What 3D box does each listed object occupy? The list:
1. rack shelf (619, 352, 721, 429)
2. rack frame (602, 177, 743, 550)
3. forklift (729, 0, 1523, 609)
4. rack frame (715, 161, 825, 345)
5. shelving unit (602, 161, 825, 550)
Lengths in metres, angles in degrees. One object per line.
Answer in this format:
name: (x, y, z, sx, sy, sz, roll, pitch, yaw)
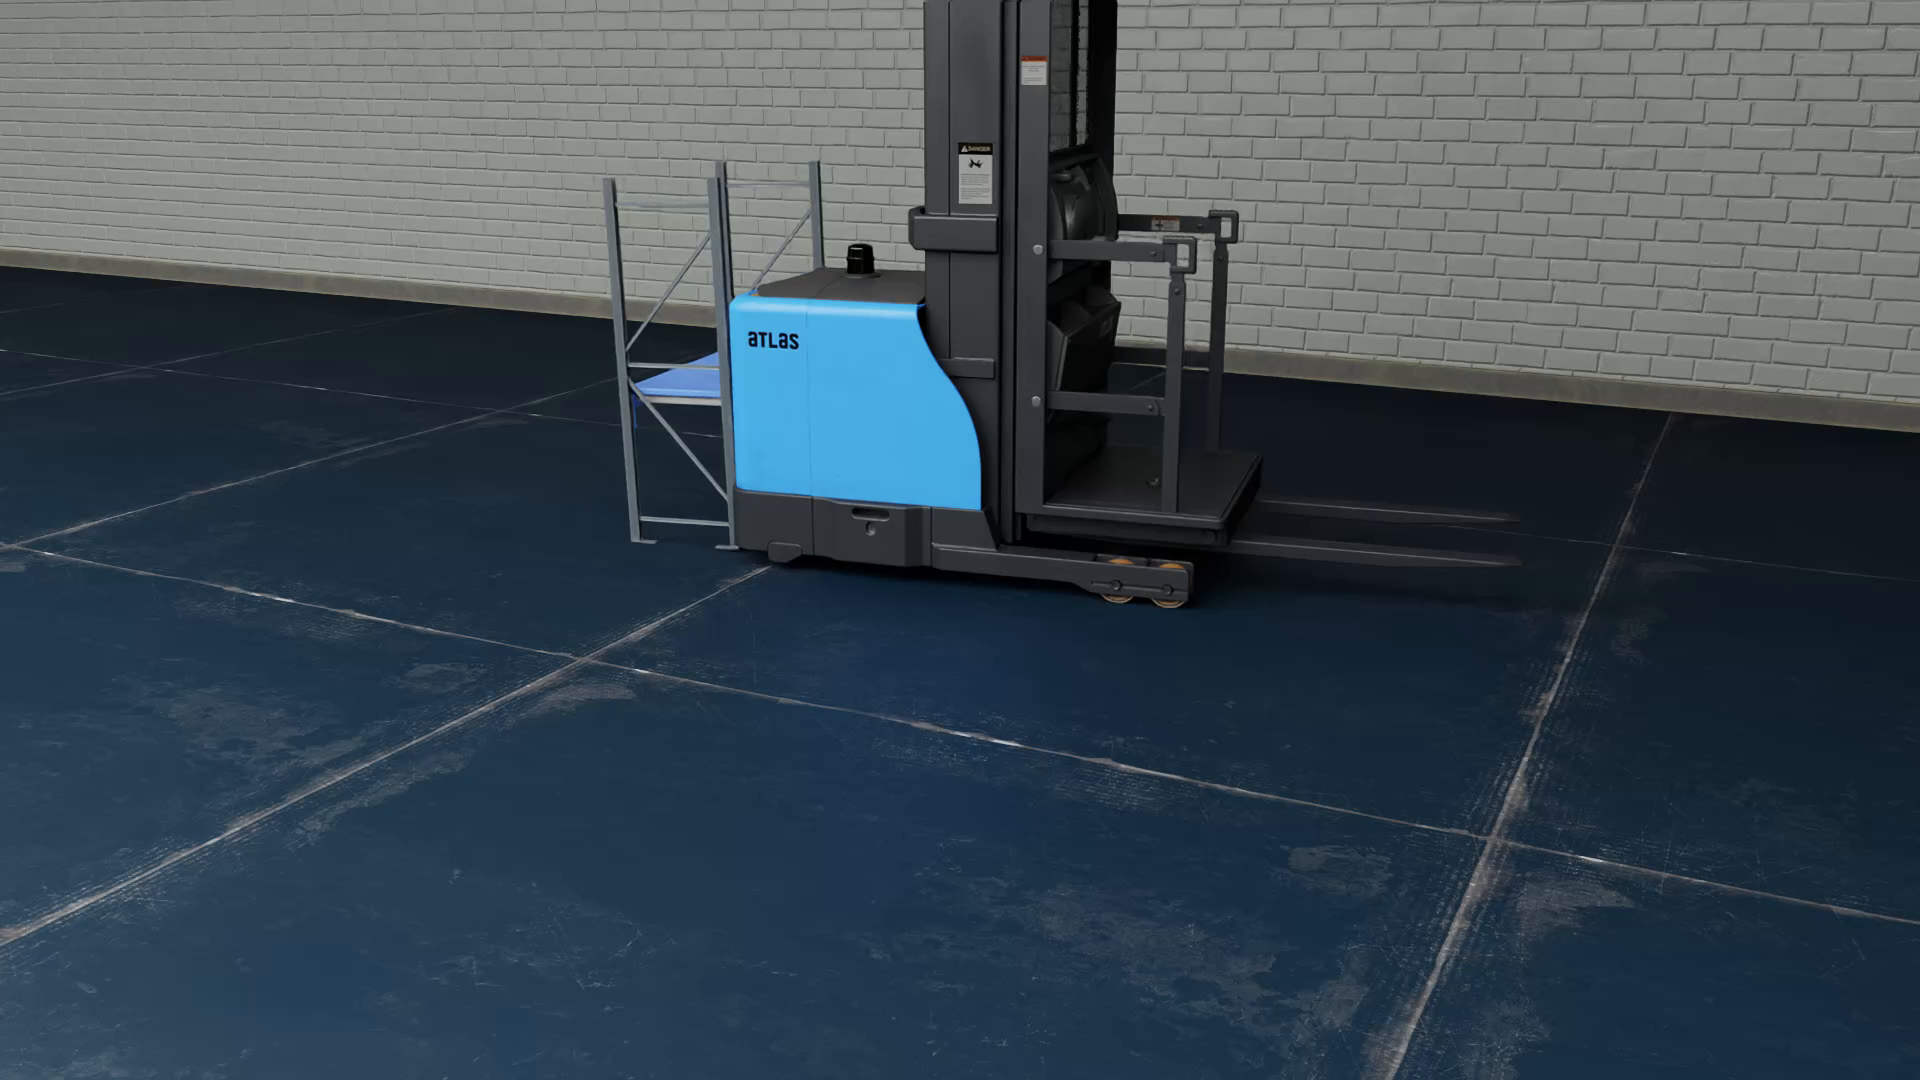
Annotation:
rack shelf: (-0.997, -0.663, 7.234, 0.538, 0.185, 1.000, 4, 17, 17)
rack frame: (-1.156, -0.698, 6.720, 0.500, 1.500, 0.032, 4, 17, 17)
forklift: (0.664, -1.320, 6.319, 3.031, 2.935, 1.130, 5, 17, 17)
rack frame: (-0.847, -0.974, 7.648, 0.500, 1.500, 0.032, 4, 17, 17)
shelving unit: (-1.001, -0.836, 7.184, 0.538, 1.500, 1.048, 4, 17, 17)
